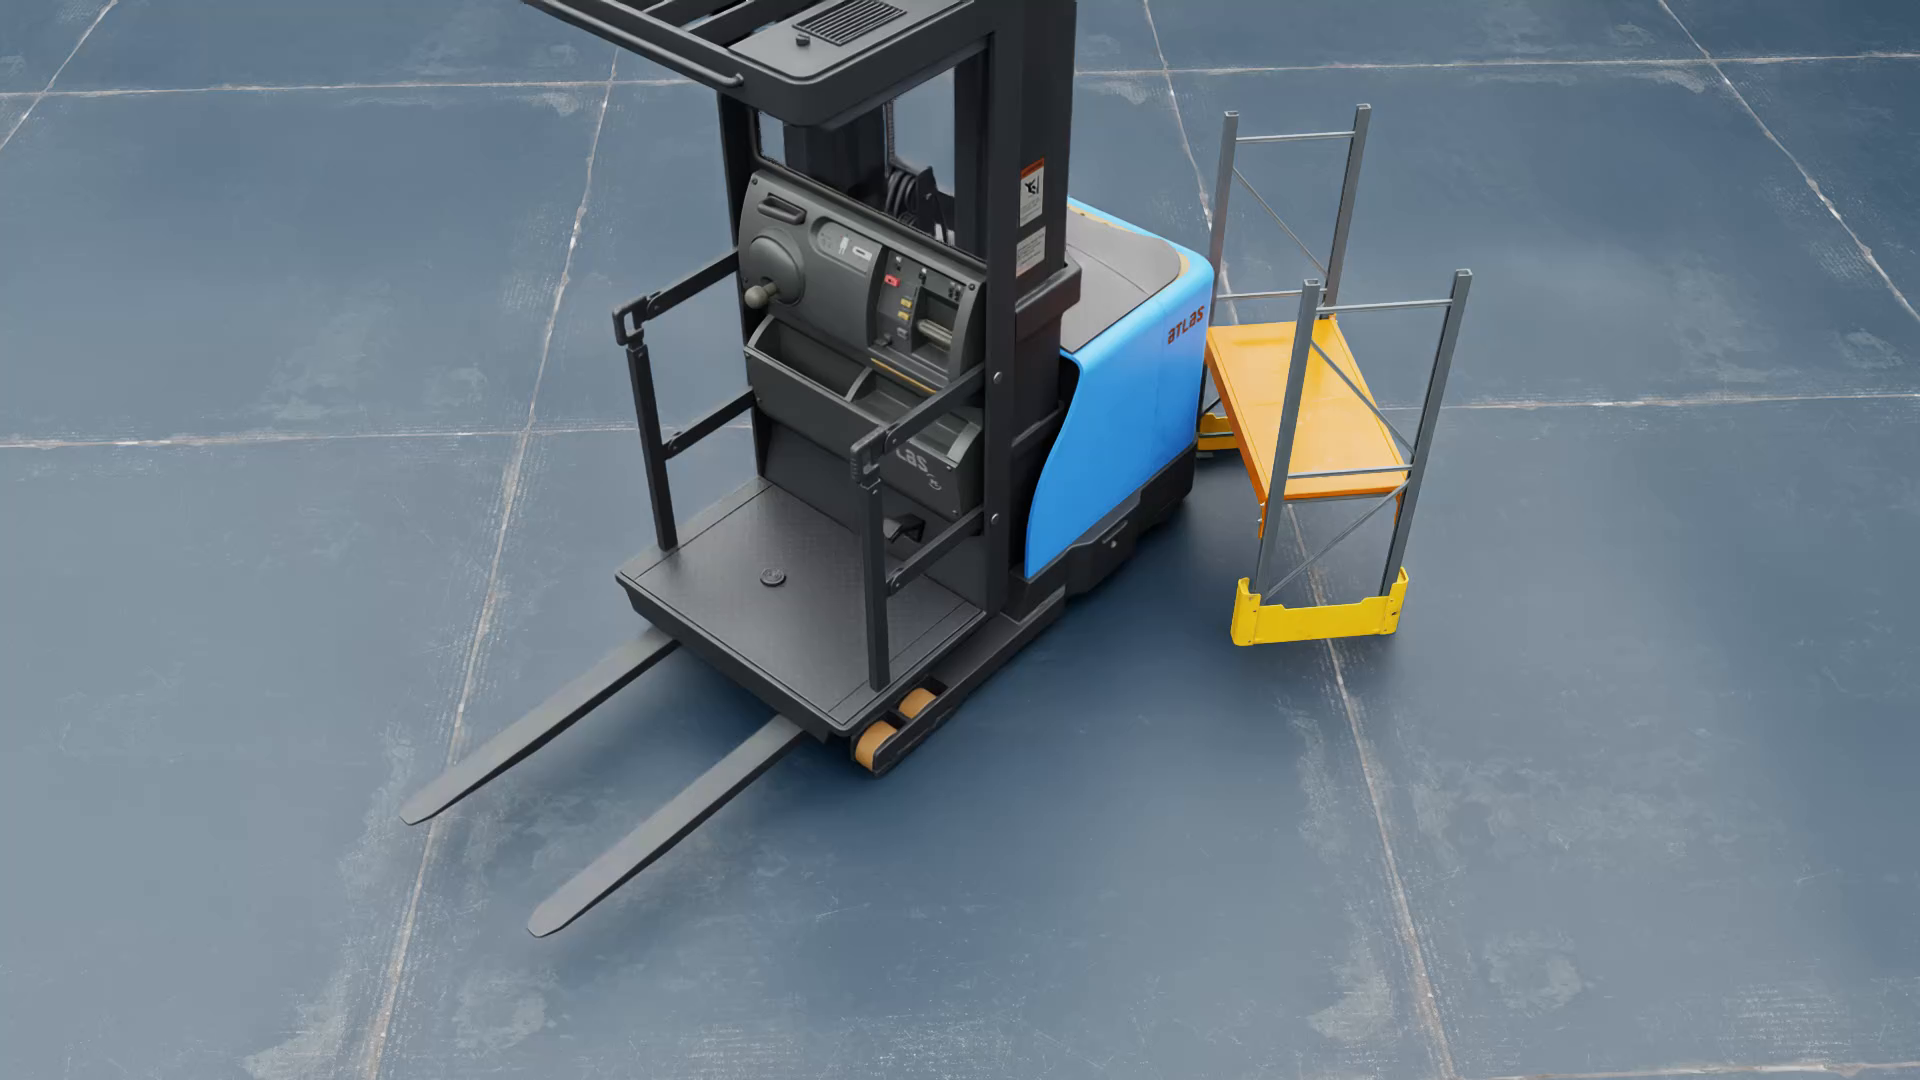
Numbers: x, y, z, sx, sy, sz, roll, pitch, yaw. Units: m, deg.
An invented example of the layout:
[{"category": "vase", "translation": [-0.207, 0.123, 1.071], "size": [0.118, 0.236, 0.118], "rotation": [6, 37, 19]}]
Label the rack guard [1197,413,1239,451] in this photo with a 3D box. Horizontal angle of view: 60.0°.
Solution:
[{"category": "rack guard", "translation": [1.142, -0.438, 6.543], "size": [0.587, 0.250, 0.087], "rotation": [-4, 43, -5]}]

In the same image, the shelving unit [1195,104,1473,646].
[{"category": "shelving unit", "translation": [1.198, -0.564, 5.756], "size": [0.587, 1.500, 1.083], "rotation": [-4, 43, -5]}]

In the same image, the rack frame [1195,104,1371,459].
[{"category": "rack frame", "translation": [1.142, -0.899, 6.121], "size": [0.500, 1.500, 0.032], "rotation": [-4, 43, -5]}]

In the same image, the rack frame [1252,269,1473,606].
[{"category": "rack frame", "translation": [1.255, -0.217, 5.377], "size": [0.500, 1.500, 0.032], "rotation": [-4, 43, -5]}]

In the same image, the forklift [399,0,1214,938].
[{"category": "forklift", "translation": [-0.453, -0.712, 4.858], "size": [1.130, 2.935, 3.031], "rotation": [30, 50, 29]}]

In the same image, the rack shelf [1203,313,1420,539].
[{"category": "rack shelf", "translation": [1.199, -0.426, 5.870], "size": [0.538, 0.185, 1.000], "rotation": [-4, 43, -5]}]

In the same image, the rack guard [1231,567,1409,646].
[{"category": "rack guard", "translation": [1.253, 0.231, 5.813], "size": [0.587, 0.250, 0.087], "rotation": [-4, 43, -5]}]
